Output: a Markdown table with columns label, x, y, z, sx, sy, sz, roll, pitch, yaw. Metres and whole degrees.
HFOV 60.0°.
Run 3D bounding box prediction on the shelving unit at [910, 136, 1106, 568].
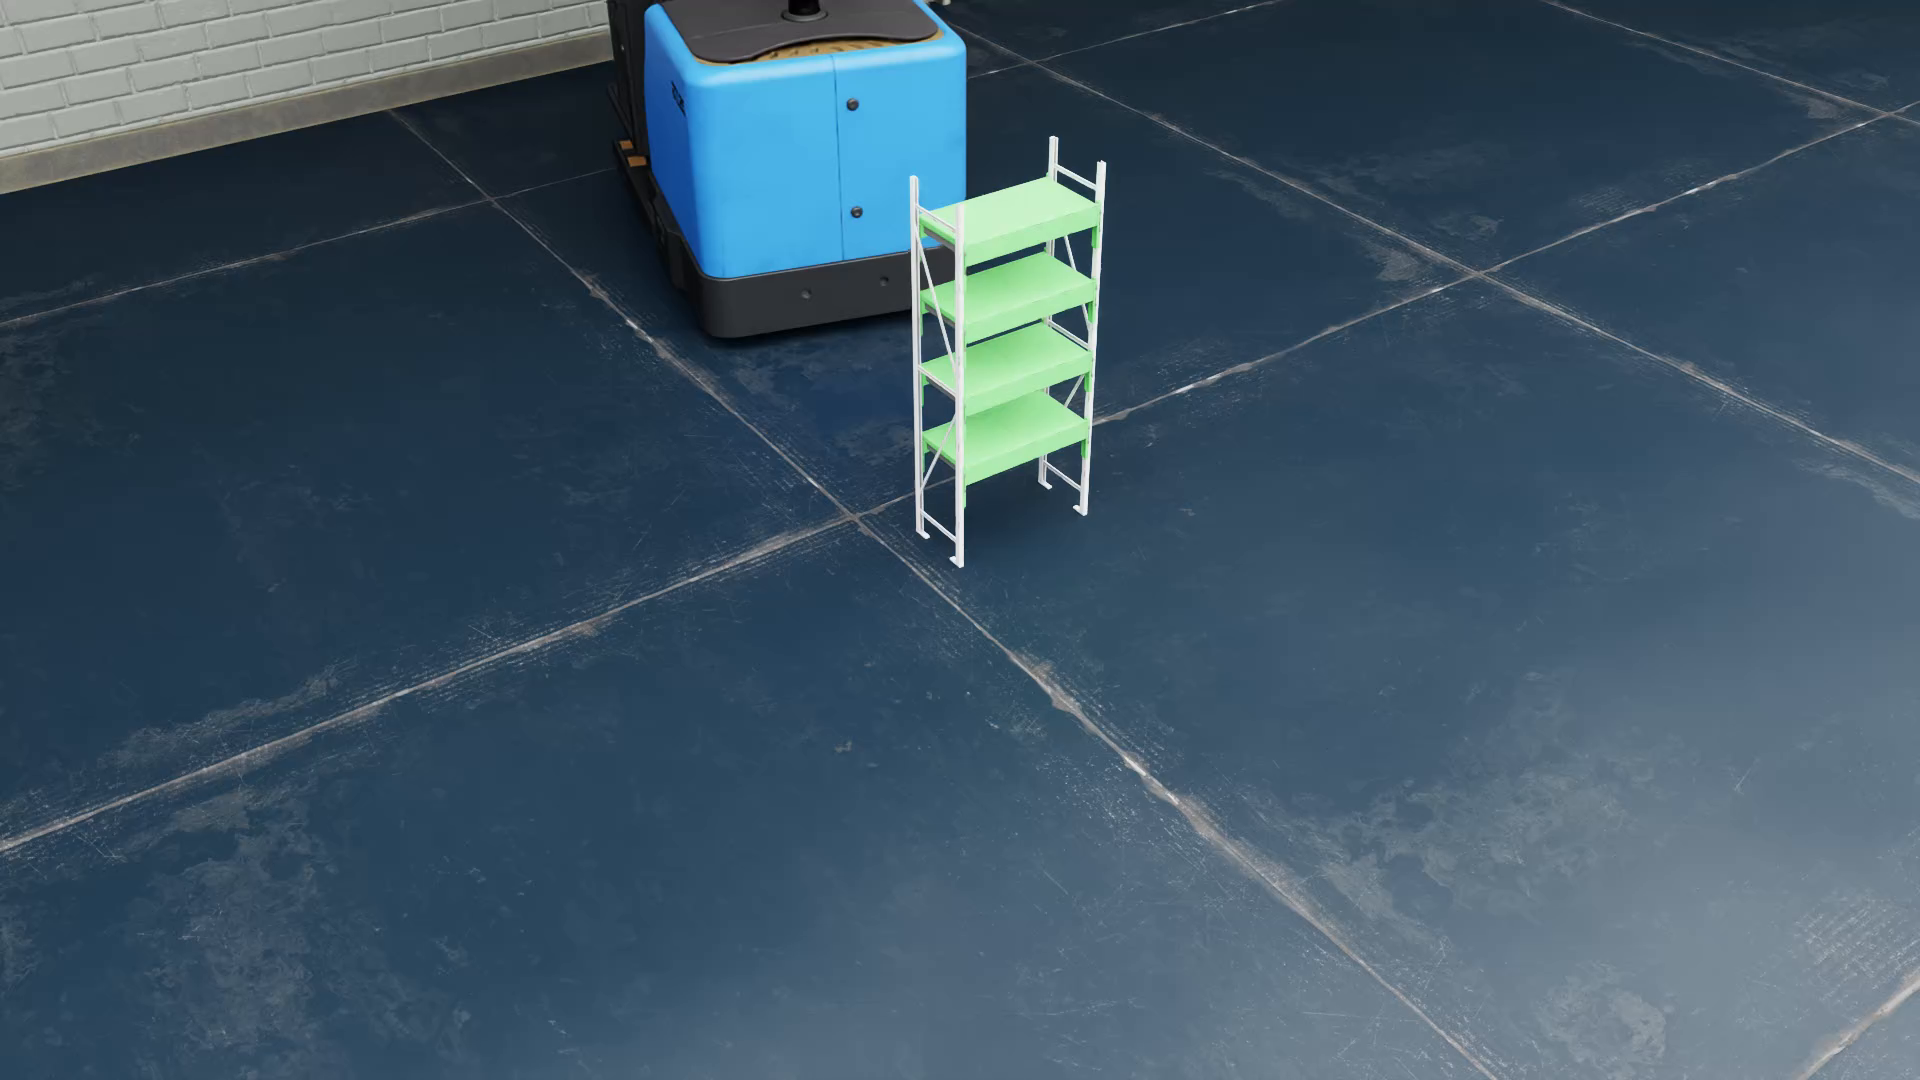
| label | x | y | z | sx | sy | sz | roll | pitch | yaw |
| --- | --- | --- | --- | --- | --- | --- | --- | --- | --- |
| shelving unit | 0.135 | -0.543 | 4.977 | 0.503 | 1.200 | 0.258 | -22 | 41 | -28 |

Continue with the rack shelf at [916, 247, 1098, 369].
| label | x | y | z | sx | sy | sz | roll | pitch | yaw |
| --- | --- | --- | --- | --- | --- | --- | --- | --- | --- |
| rack shelf | 0.135 | -0.686 | 4.874 | 0.480 | 0.148 | 0.258 | -22 | 41 | -28 |

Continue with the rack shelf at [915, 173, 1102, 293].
| label | x | y | z | sx | sy | sz | roll | pitch | yaw |
| --- | --- | --- | --- | --- | --- | --- | --- | --- | --- |
| rack shelf | 0.135 | -0.881 | 4.734 | 0.480 | 0.148 | 0.258 | -22 | 41 | -28 |

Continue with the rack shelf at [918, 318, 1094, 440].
| label | x | y | z | sx | sy | sz | roll | pitch | yaw |
| --- | --- | --- | --- | --- | --- | --- | --- | --- | --- |
| rack shelf | 0.135 | -0.491 | 5.014 | 0.480 | 0.148 | 0.258 | -22 | 41 | -28 |

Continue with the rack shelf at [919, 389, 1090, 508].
| label | x | y | z | sx | sy | sz | roll | pitch | yaw |
| --- | --- | --- | --- | --- | --- | --- | --- | --- | --- |
| rack shelf | 0.135 | -0.296 | 5.155 | 0.480 | 0.148 | 0.258 | -22 | 41 | -28 |

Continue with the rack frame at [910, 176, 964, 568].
| label | x | y | z | sx | sy | sz | roll | pitch | yaw |
| --- | --- | --- | --- | --- | --- | --- | --- | --- | --- |
| rack frame | -0.064 | -0.461 | 4.863 | 0.015 | 1.200 | 0.240 | -22 | 41 | -28 |

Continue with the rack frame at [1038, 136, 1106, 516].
| label | x | y | z | sx | sy | sz | roll | pitch | yaw |
| --- | --- | --- | --- | --- | --- | --- | --- | --- | --- |
| rack frame | 0.335 | -0.625 | 5.091 | 0.015 | 1.200 | 0.240 | -22 | 41 | -28 |

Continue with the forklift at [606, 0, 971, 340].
| label | x | y | z | sx | sy | sz | roll | pitch | yaw |
| --- | --- | --- | --- | --- | --- | --- | --- | --- | --- |
| forklift | -0.925 | -2.788 | 6.616 | 1.130 | 2.935 | 3.031 | -12 | 37 | -16 |
